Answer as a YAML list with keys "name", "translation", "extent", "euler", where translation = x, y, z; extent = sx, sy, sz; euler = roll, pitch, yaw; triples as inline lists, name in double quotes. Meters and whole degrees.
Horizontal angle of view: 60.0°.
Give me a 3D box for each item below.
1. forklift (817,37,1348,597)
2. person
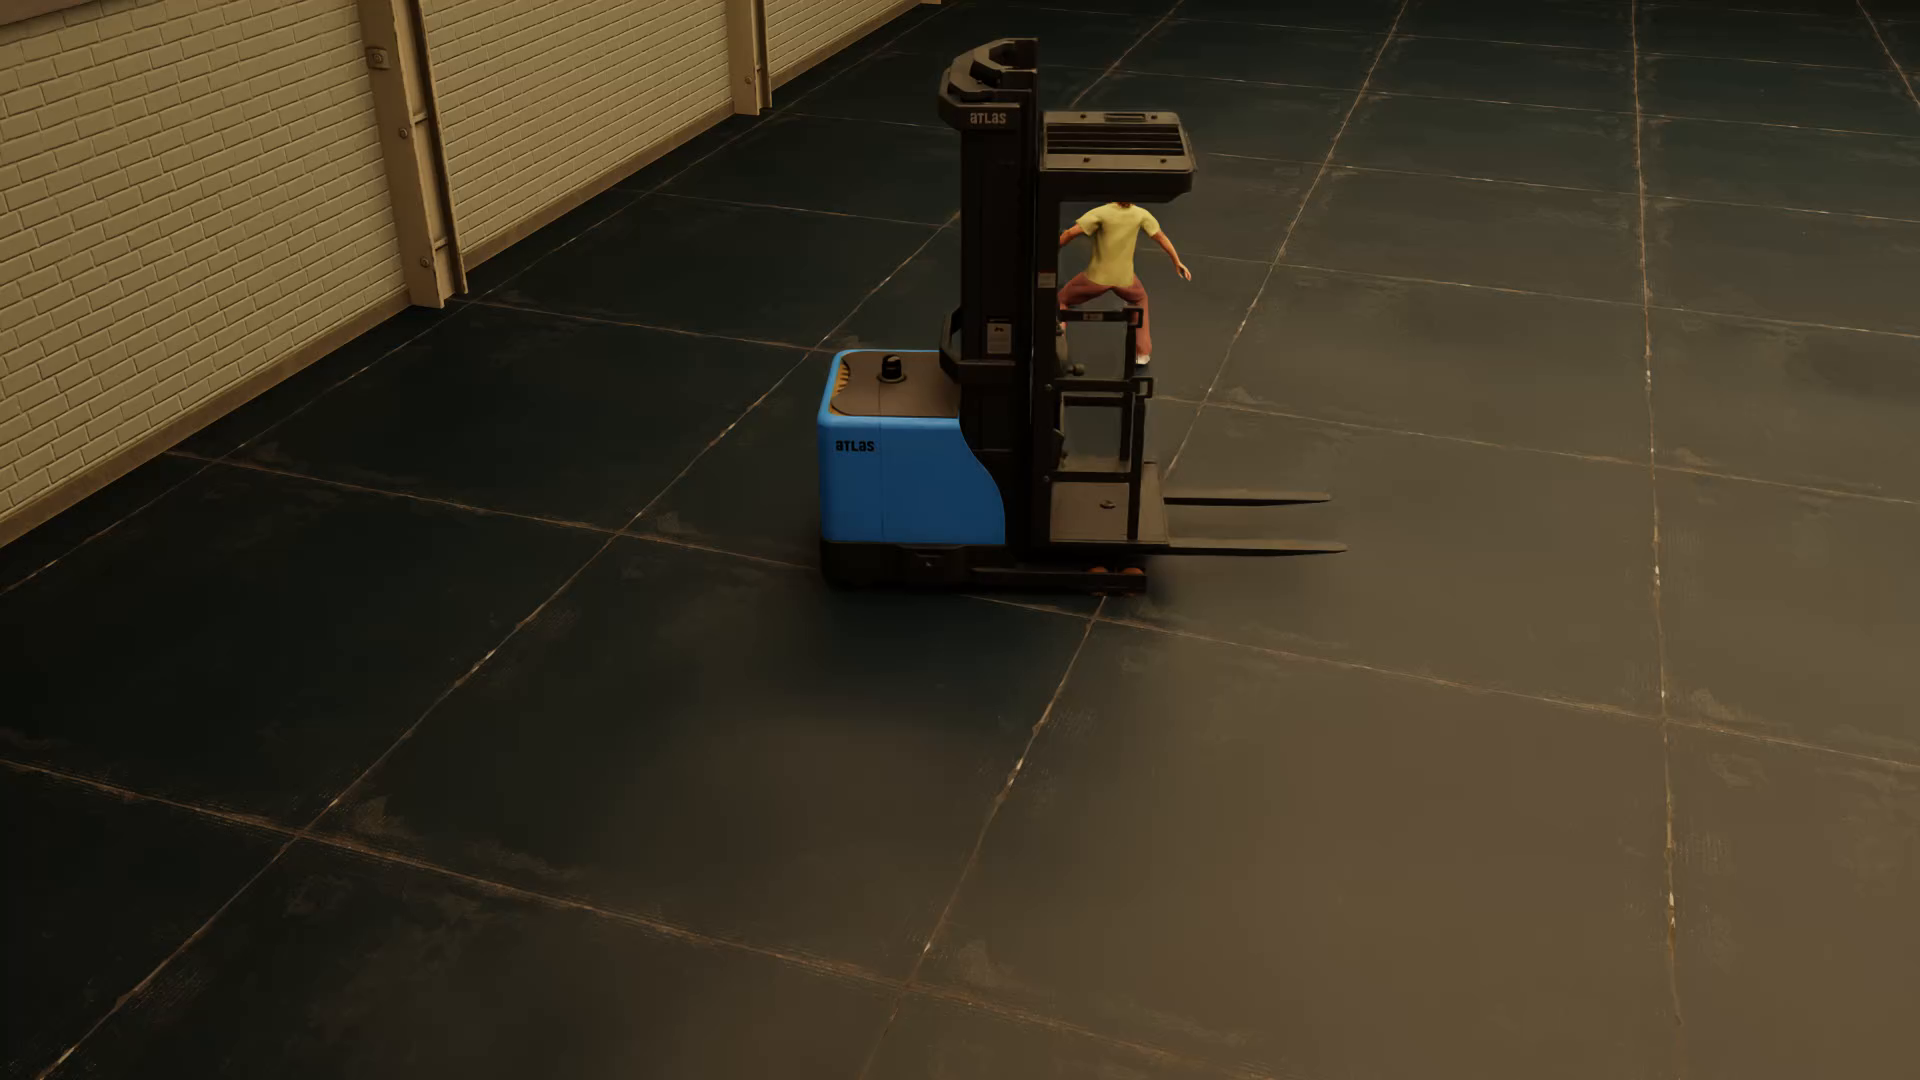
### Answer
- name: "forklift"
  translation: [0.728, -1.218, 9.273]
  extent: [3.031, 2.935, 1.130]
  euler: [1, 30, 2]
- name: "person"
  translation: [1.112, -1.911, 11.974]
  extent: [1.073, 1.567, 0.508]
  euler: [-5, 30, -8]
